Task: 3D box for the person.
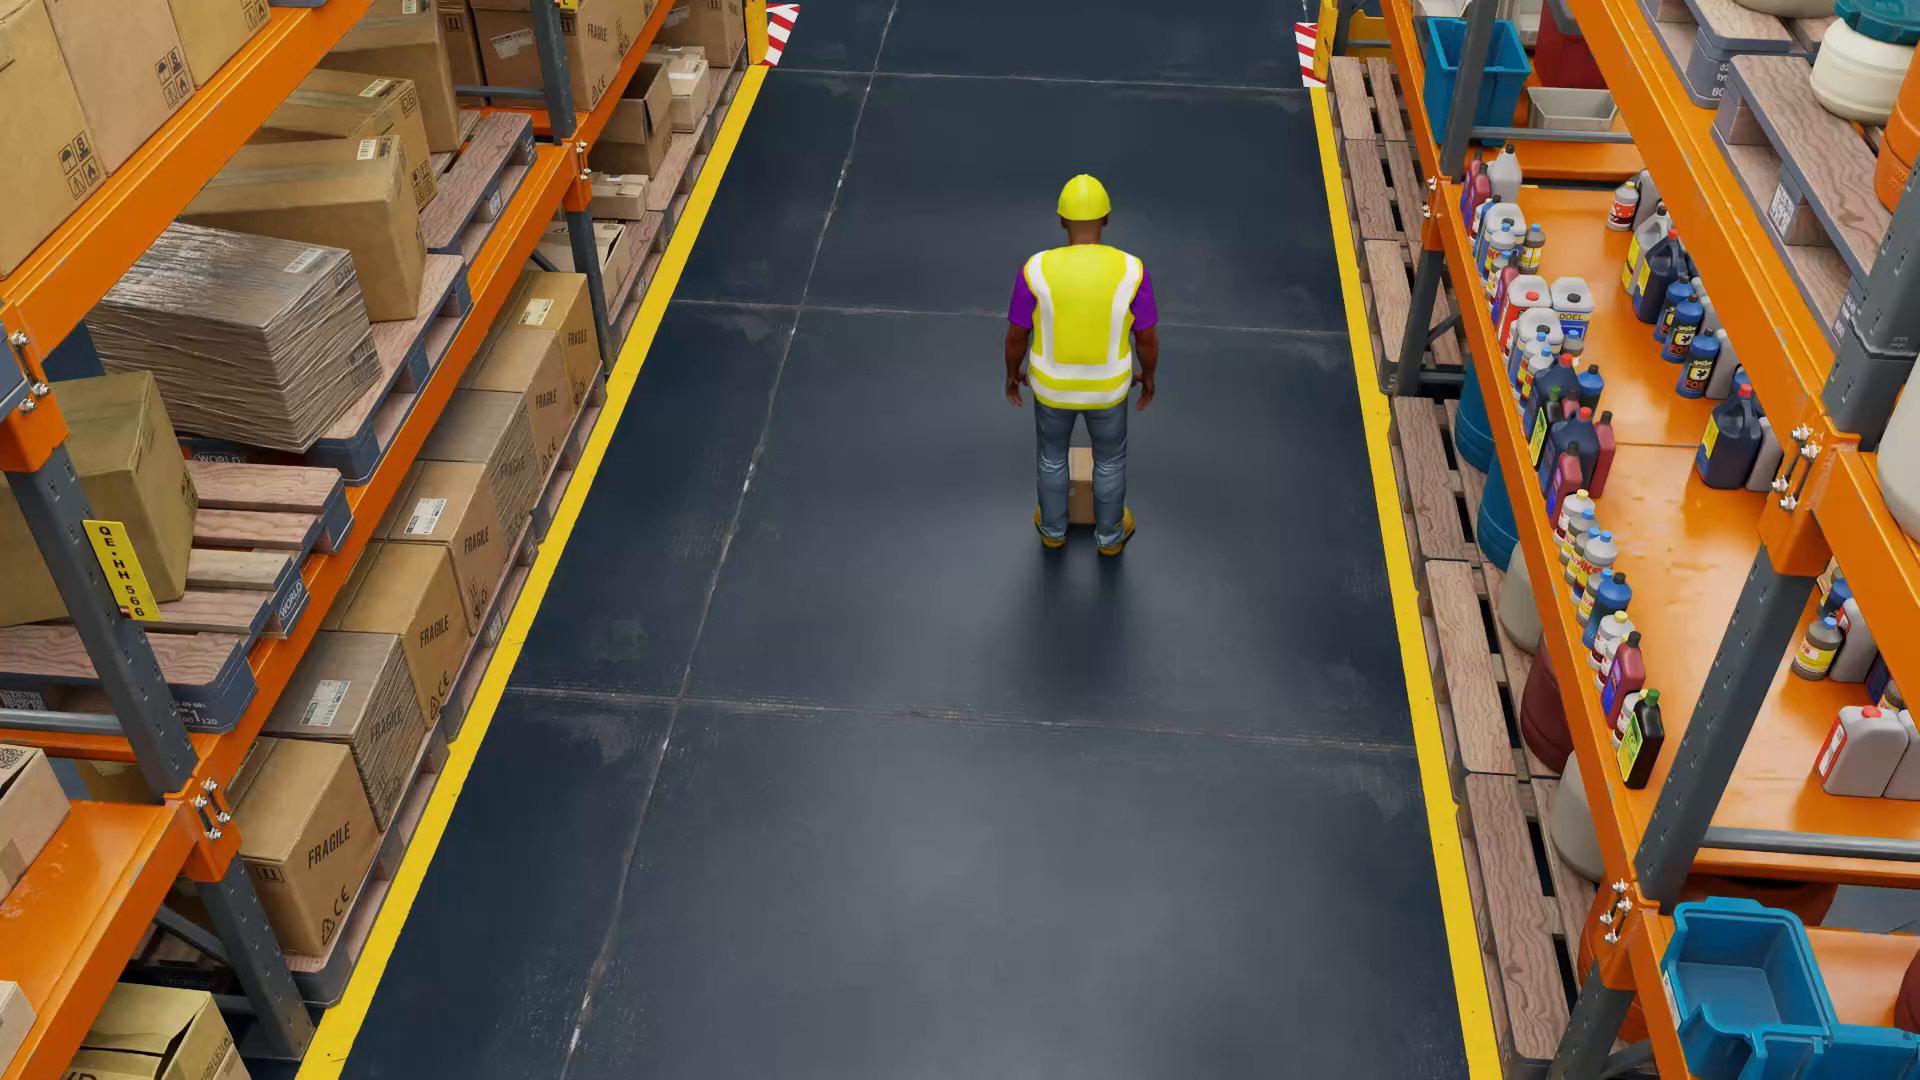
[{"bbox_3d":[0.505,-0.688,6.967,0.633,1.760,0.463,3,40,3],"label":"person"}]
